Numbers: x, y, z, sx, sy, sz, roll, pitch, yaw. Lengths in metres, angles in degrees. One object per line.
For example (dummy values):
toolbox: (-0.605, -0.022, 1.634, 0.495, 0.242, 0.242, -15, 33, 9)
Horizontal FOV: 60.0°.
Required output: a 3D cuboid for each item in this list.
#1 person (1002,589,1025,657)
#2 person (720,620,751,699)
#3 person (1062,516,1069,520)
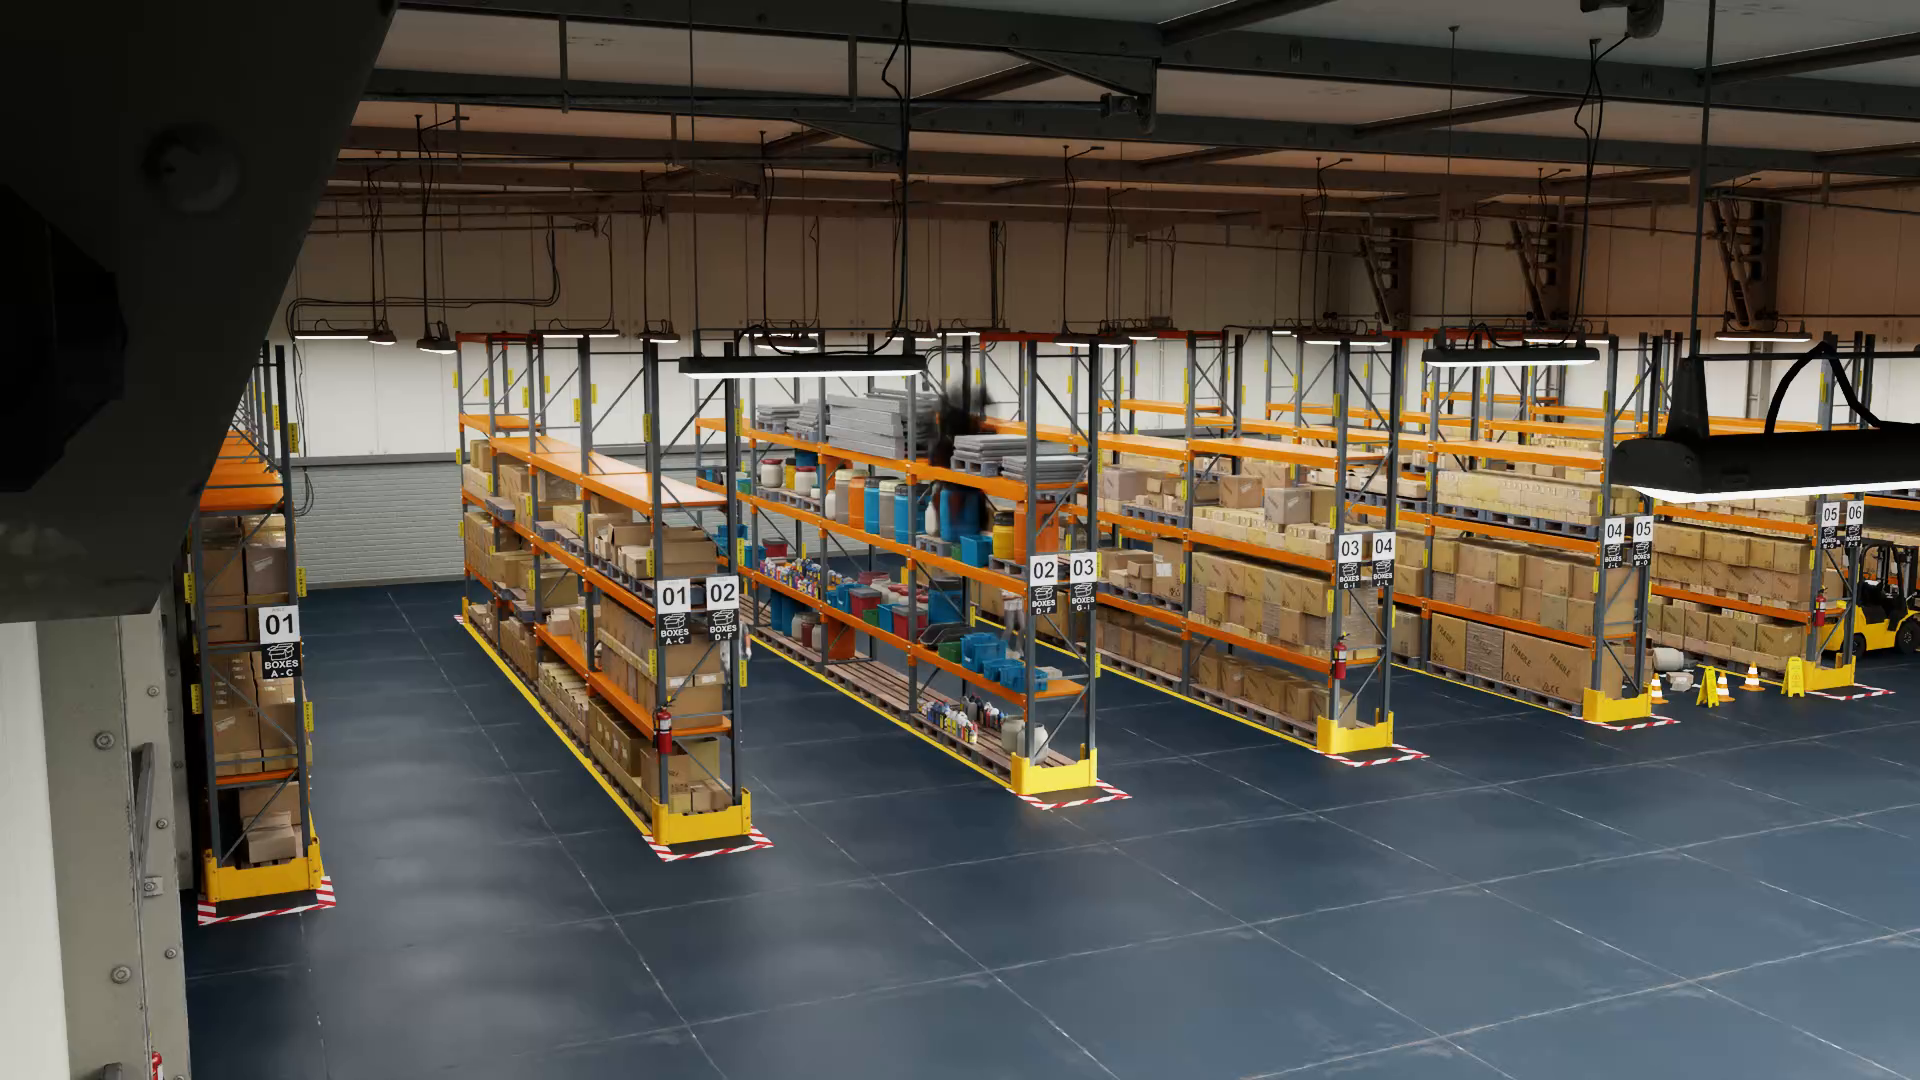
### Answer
person: (1.015, 1.330, 31.009, 0.558, 1.742, 0.698, -4, 9, -29)
person: (-3.671, 1.823, 26.698, 0.702, 1.636, 0.787, -4, 9, -30)
person: (2.397, 0.227, 39.502, 0.658, 1.638, 0.753, -2, 8, -11)
